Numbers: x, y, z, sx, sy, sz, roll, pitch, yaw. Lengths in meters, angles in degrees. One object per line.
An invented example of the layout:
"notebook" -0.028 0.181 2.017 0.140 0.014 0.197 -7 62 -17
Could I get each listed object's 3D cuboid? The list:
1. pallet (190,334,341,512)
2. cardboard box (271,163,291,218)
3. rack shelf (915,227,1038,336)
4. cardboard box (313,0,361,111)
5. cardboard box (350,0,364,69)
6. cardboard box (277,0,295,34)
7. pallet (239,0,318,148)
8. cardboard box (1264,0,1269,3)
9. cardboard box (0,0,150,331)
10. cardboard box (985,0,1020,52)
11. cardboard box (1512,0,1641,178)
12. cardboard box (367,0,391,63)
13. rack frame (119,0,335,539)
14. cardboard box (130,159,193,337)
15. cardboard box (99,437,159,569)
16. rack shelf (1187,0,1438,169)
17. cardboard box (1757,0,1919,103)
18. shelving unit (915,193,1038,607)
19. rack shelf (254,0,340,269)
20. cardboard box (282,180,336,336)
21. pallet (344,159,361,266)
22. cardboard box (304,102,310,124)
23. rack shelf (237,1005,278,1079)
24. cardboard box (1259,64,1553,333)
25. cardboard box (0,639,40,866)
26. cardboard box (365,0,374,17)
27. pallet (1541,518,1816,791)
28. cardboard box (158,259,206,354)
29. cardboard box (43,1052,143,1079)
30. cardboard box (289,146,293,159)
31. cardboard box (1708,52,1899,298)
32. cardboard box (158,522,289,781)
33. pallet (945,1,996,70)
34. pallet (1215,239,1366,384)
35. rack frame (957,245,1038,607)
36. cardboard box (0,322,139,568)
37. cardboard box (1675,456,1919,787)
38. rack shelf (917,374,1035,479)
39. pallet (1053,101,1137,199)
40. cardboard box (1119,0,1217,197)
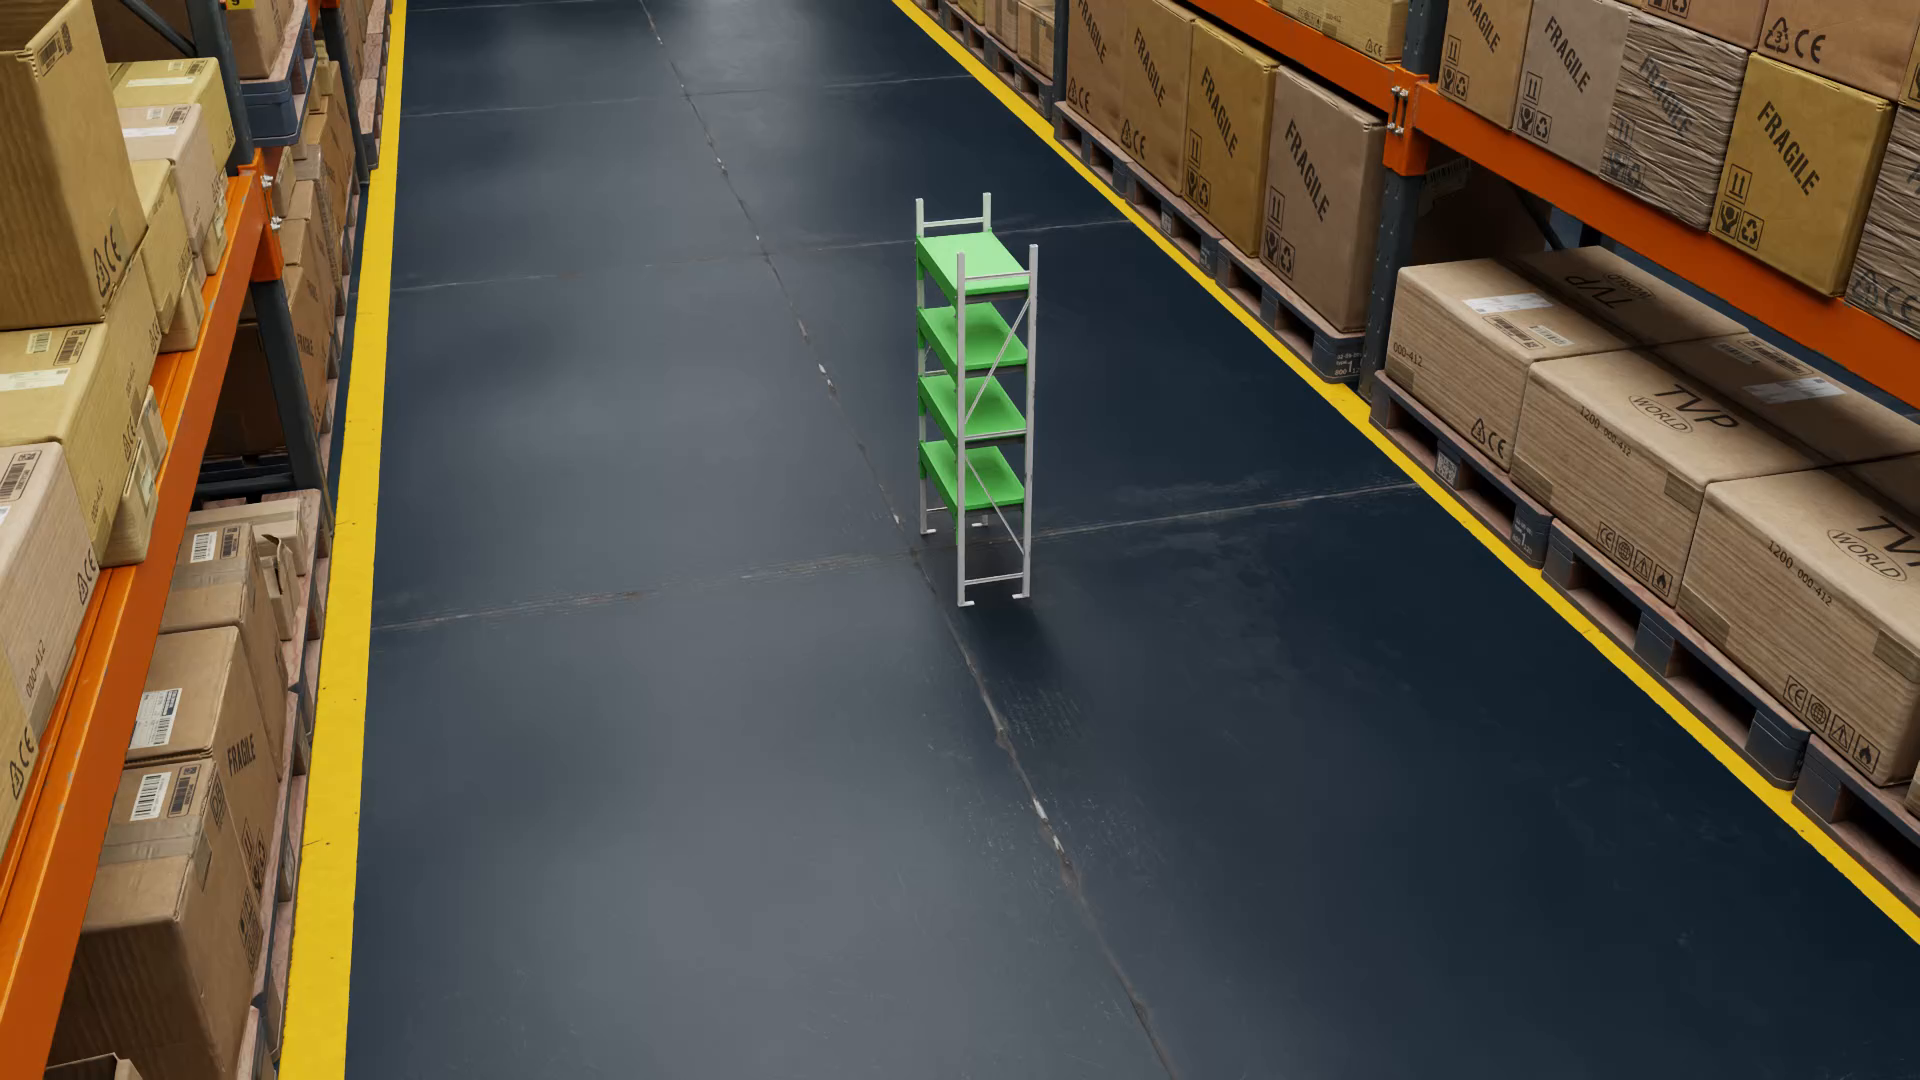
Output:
"pallet" -2.921 -0.449 6.315 1.003 0.211 1.213 -8 31 -13
"cardboard box" -2.851 -1.359 6.533 0.380 0.149 0.250 -8 31 -13
"rack shelf" 0.044 -0.799 5.103 0.258 0.148 0.480 -8 31 -13
"cardboard box" -3.883 -2.657 9.297 0.875 0.625 0.625 -7 31 -12
"cardboard box" -4.243 -3.297 10.402 0.875 0.625 0.625 -9 31 -15
"cardboard box" -2.719 -2.006 5.703 0.700 0.500 0.500 -8 31 -13
"pallet" -2.776 -1.585 5.686 1.003 0.211 1.213 -8 31 -13
"cardboard box" 1.504 -2.540 7.294 0.500 0.250 0.500 -9 31 -15
"cardboard box" -1.867 -0.704 3.076 0.500 0.500 0.500 -7 31 -12
"cardboard box" 0.710 -3.536 11.068 0.950 0.372 0.625 -8 31 -14
"cardboard box" 2.117 -1.468 5.192 0.500 0.500 0.500 -8 31 -13
"cardboard box" -1.253 -3.159 8.763 5.789 2.449 8.416 -8 31 -14
"rack frame" -2.669 -1.268 4.946 1.000 3.000 0.127 -8 31 -13
"cardboard box" -2.032 -0.636 3.707 0.500 0.250 0.500 -8 31 -14
"cardboard box" -1.724 -0.051 3.095 0.380 0.149 0.250 -9 31 -15
"rack shelf" 1.585 -2.584 7.939 1.077 0.370 4.000 -8 31 -13
"cardboard box" 2.393 -1.406 4.087 0.500 0.500 0.500 -8 31 -14
"shelving unit" 0.044 -0.439 5.311 0.258 1.200 0.503 -8 31 -13
"rack shelf" -3.200 -1.923 6.795 1.077 0.370 4.000 -8 31 -13
"cardboard box" -2.860 -1.129 6.782 0.500 0.500 0.500 -9 31 -15
"pallet" -3.569 -1.627 8.351 1.003 0.211 1.213 -8 31 -13
"cardboard box" -3.200 -1.981 7.607 0.380 0.149 0.250 -7 31 -12
"rack shelf" 11.090 -4.163 10.148 30.696 2.800 11.642 -8 31 -13
"cardboard box" 1.874 -1.481 7.016 0.875 0.875 0.875 -7 31 -12
"cardboard box" -1.468 0.345 2.012 0.500 0.250 0.500 -8 31 -13
"cardboard box" -4.643 -4.035 11.679 0.875 0.625 0.625 -6 31 -11
"pallet" 2.569 0.245 5.116 1.003 0.211 1.213 -8 31 -13
"cardboard box" -2.020 -0.544 3.946 0.380 0.149 0.250 -8 31 -14
"cardboard box" -1.678 1.255 2.661 0.797 0.503 0.637 -9 31 -15
"cardboard box" -3.015 -1.606 6.959 0.380 0.149 0.250 -8 31 -13
"cardboard box" 2.380 -0.978 4.346 0.500 0.500 0.500 -7 31 -12
"cardboard box" -2.143 0.337 4.250 0.700 0.500 0.500 -9 31 -15
"pallet" 0.528 -3.620 11.794 1.003 0.211 1.213 -8 31 -13
"pallet" 1.838 -1.085 7.415 1.003 0.211 1.213 -8 31 -13
"rack frame" 0.109 -0.321 5.108 0.240 1.200 0.015 -8 31 -13
"cardboard box" -1.740 -0.143 2.855 0.500 0.250 0.500 -8 31 -14
"cardboard box" 2.655 0.183 4.578 0.875 0.438 0.875 -7 31 -12
"rack shelf" 0.044 -0.384 5.343 0.258 0.148 0.480 -8 31 -13
"pallet" 1.190 -2.264 9.451 1.003 0.211 1.213 -8 31 -13
"cardboard box" 1.390 -2.348 8.514 0.875 0.875 0.875 -7 31 -13
